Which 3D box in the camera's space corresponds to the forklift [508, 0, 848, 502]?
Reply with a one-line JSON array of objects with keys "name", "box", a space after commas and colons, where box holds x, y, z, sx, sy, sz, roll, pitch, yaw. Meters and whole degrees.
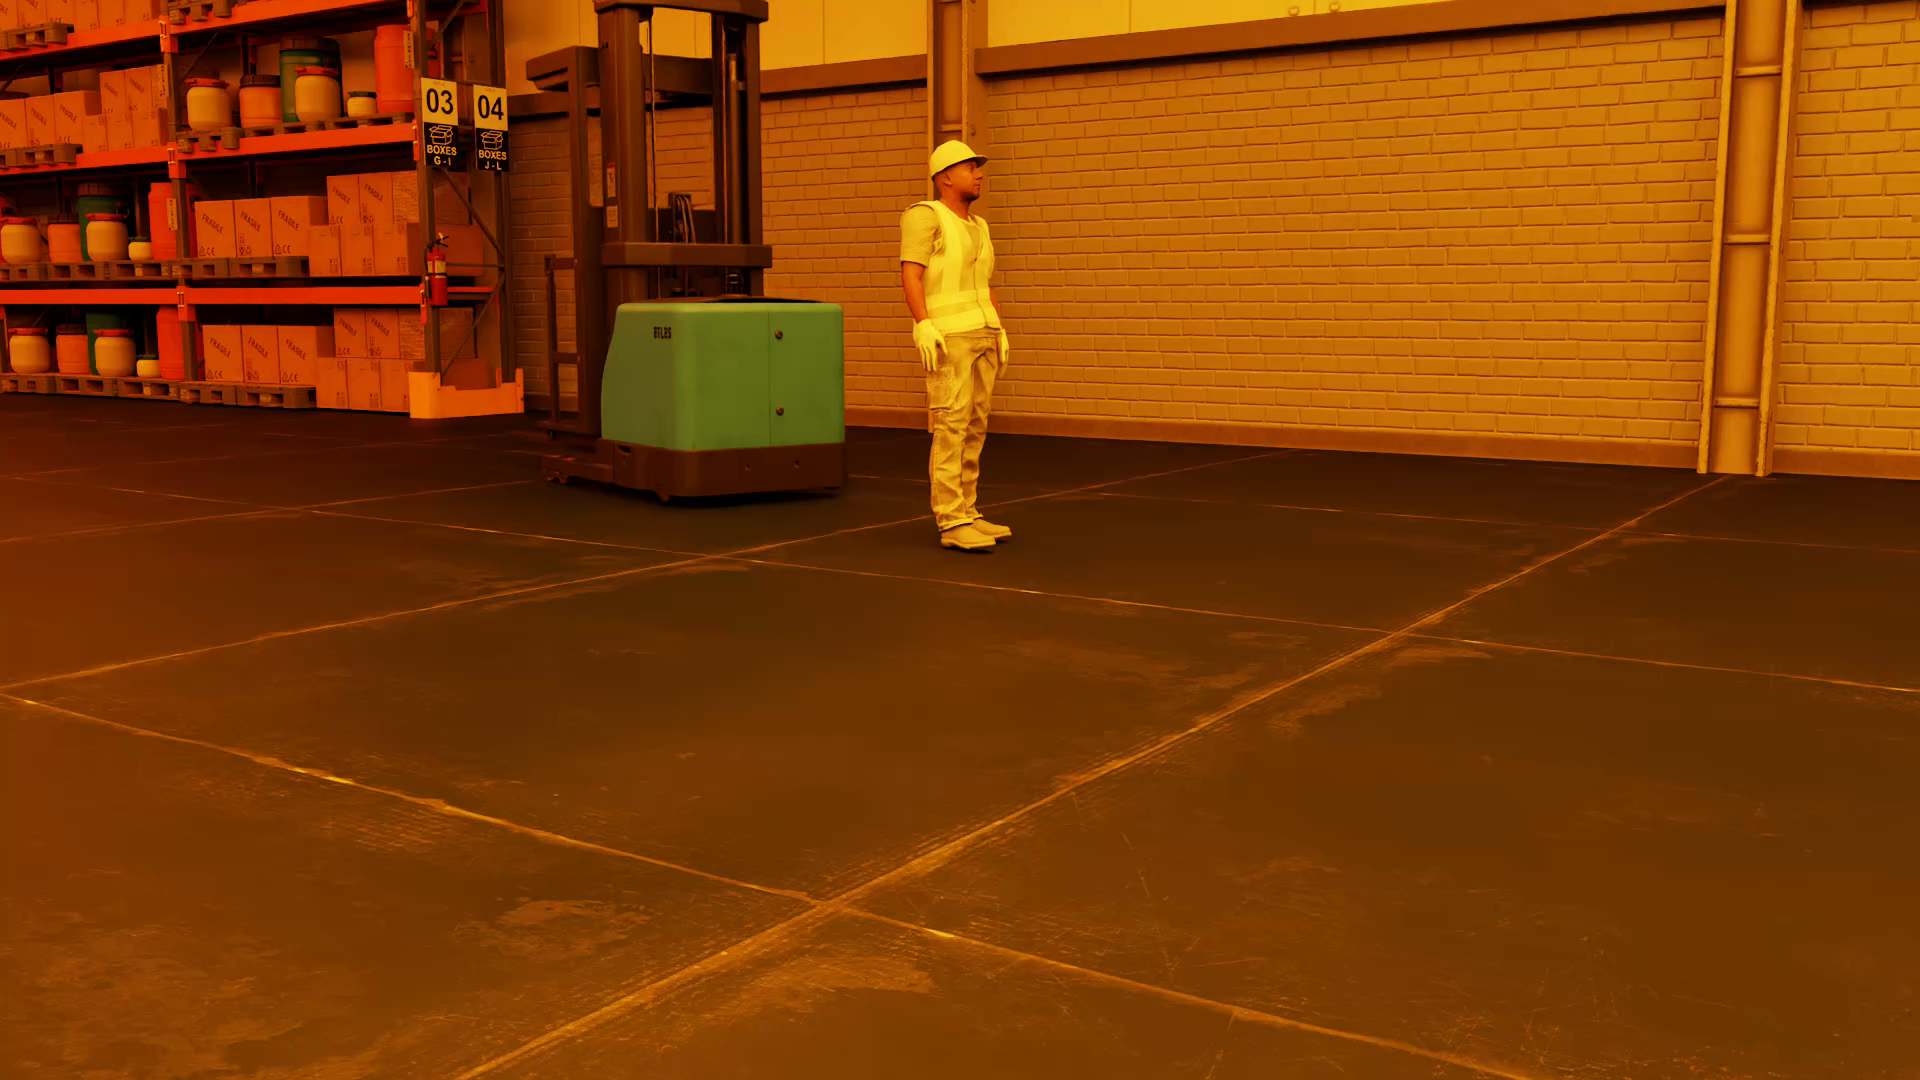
[{"name": "forklift", "box": [-1.885, -1.815, 9.955, 1.130, 2.935, 3.031, -6, 10, -35]}]

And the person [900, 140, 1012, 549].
[{"name": "person", "box": [0.056, -0.883, 7.431, 0.575, 1.784, 0.656, 5, 10, 34]}]
